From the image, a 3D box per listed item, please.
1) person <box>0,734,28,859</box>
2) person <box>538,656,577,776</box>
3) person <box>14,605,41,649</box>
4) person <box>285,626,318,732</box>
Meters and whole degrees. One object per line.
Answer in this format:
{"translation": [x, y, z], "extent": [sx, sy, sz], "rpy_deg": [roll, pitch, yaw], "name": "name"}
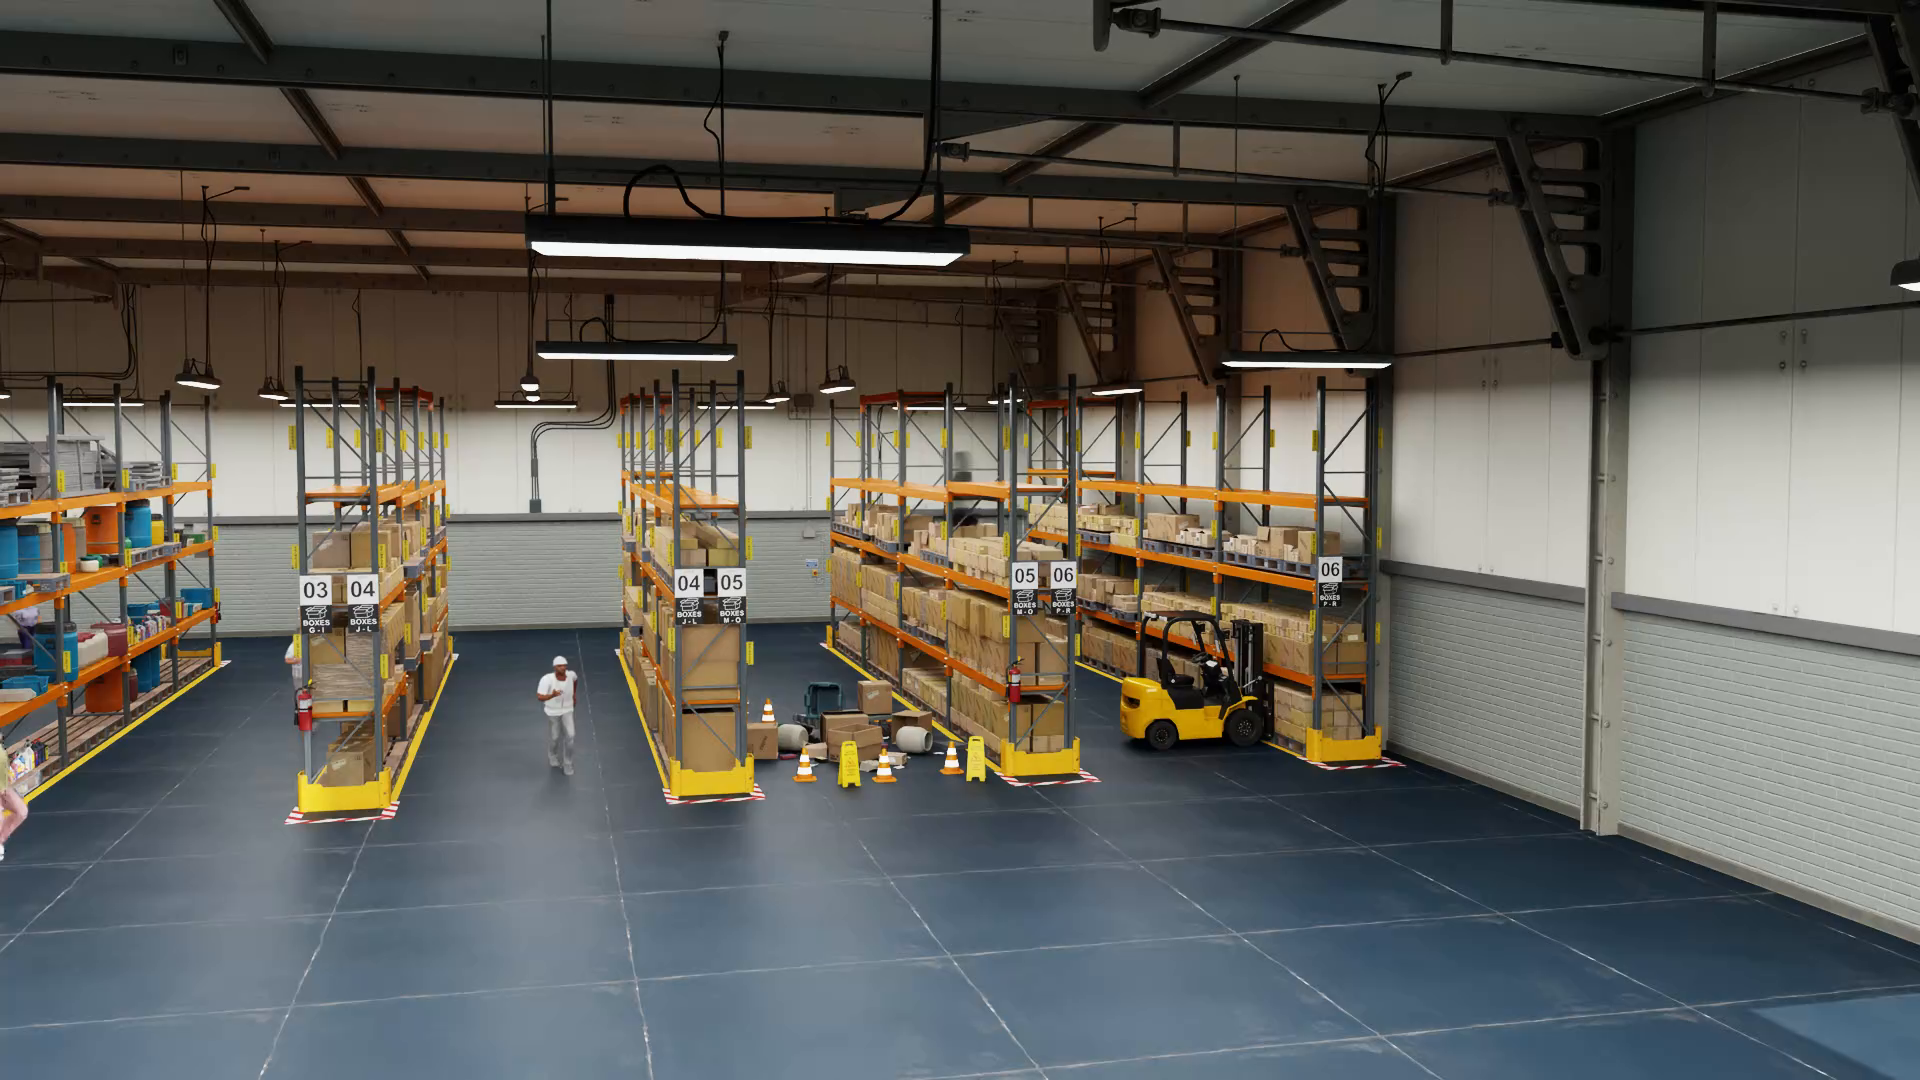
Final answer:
{"translation": [-11.455, 3.005, 19.813], "extent": [0.546, 1.634, 0.602], "rpy_deg": [0, 3, 8], "name": "person"}
{"translation": [-6.051, 2.644, 25.061], "extent": [0.674, 1.827, 0.863], "rpy_deg": [-2, 4, -27], "name": "person"}
{"translation": [-20.347, 2.026, 36.400], "extent": [0.595, 1.609, 0.627], "rpy_deg": [3, 4, 37], "name": "person"}
{"translation": [-11.375, 2.373, 28.901], "extent": [0.653, 1.809, 0.917], "rpy_deg": [-2, 4, -24], "name": "person"}
